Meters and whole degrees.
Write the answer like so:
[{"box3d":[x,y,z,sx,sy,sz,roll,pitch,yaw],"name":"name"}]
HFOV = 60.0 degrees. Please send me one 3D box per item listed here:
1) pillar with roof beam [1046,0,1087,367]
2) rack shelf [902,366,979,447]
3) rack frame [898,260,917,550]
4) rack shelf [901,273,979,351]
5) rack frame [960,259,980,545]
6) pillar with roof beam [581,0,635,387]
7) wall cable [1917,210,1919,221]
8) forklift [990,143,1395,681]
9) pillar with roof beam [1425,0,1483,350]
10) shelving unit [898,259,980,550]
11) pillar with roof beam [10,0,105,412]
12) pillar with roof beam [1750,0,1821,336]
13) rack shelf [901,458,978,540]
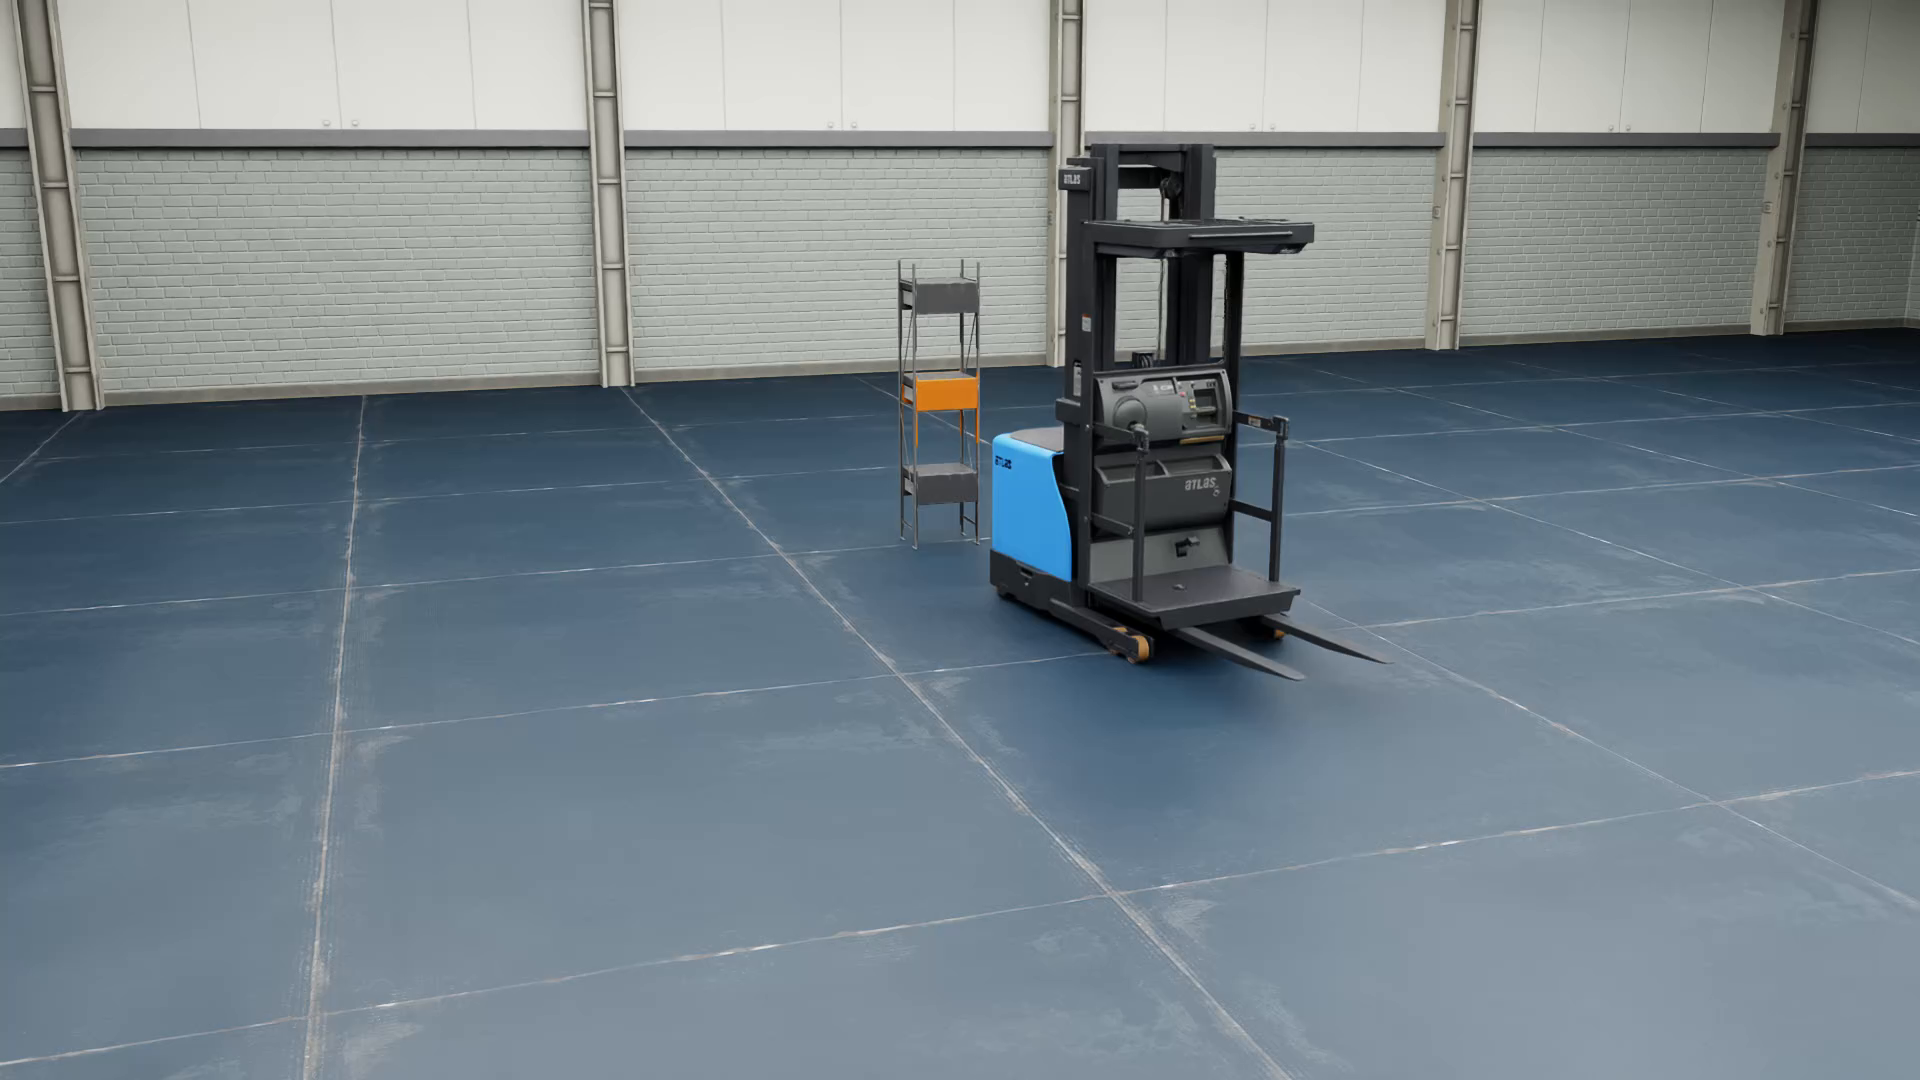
[{"box3d":[2.779,-5.813,17.636,0.400,9.000,9.100,-4,14,-18],"name":"pillar with roof beam"},{"box3d":[-0.157,-0.996,12.352,0.480,0.518,0.431,-4,14,-18],"name":"rack shelf"},{"box3d":[-0.388,-0.991,12.273,0.015,2.100,0.400,-4,14,-18],"name":"rack frame"},{"box3d":[-0.157,-1.677,12.190,0.480,0.518,0.431,-4,14,-18],"name":"rack shelf"},{"box3d":[0.074,-1.027,12.424,0.015,2.100,0.400,-4,14,-18],"name":"rack frame"},{"box3d":[-2.908,-5.370,15.774,0.400,9.000,9.100,-4,14,-18],"name":"pillar with roof beam"},{"box3d":[15.993,-6.060,25.383,0.112,2.526,3.097,-4,14,-18],"name":"wall cable"},{"box3d":[1.335,-0.829,9.793,1.130,2.935,3.031,-7,15,-27],"name":"forklift"},{"box3d":[8.465,-6.256,19.498,0.400,9.000,9.100,-4,14,-18],"name":"pillar with roof beam"},{"box3d":[-0.157,-1.009,12.348,0.503,2.100,0.431,-4,14,-18],"name":"shelving unit"},{"box3d":[-8.595,-4.928,13.913,0.400,9.000,9.100,-4,14,-18],"name":"pillar with roof beam"},{"box3d":[14.152,-6.699,21.360,0.400,9.000,9.100,-4,14,-18],"name":"pillar with roof beam"},{"box3d":[-0.157,-0.315,12.514,0.480,0.518,0.431,-4,14,-18],"name":"rack shelf"}]
